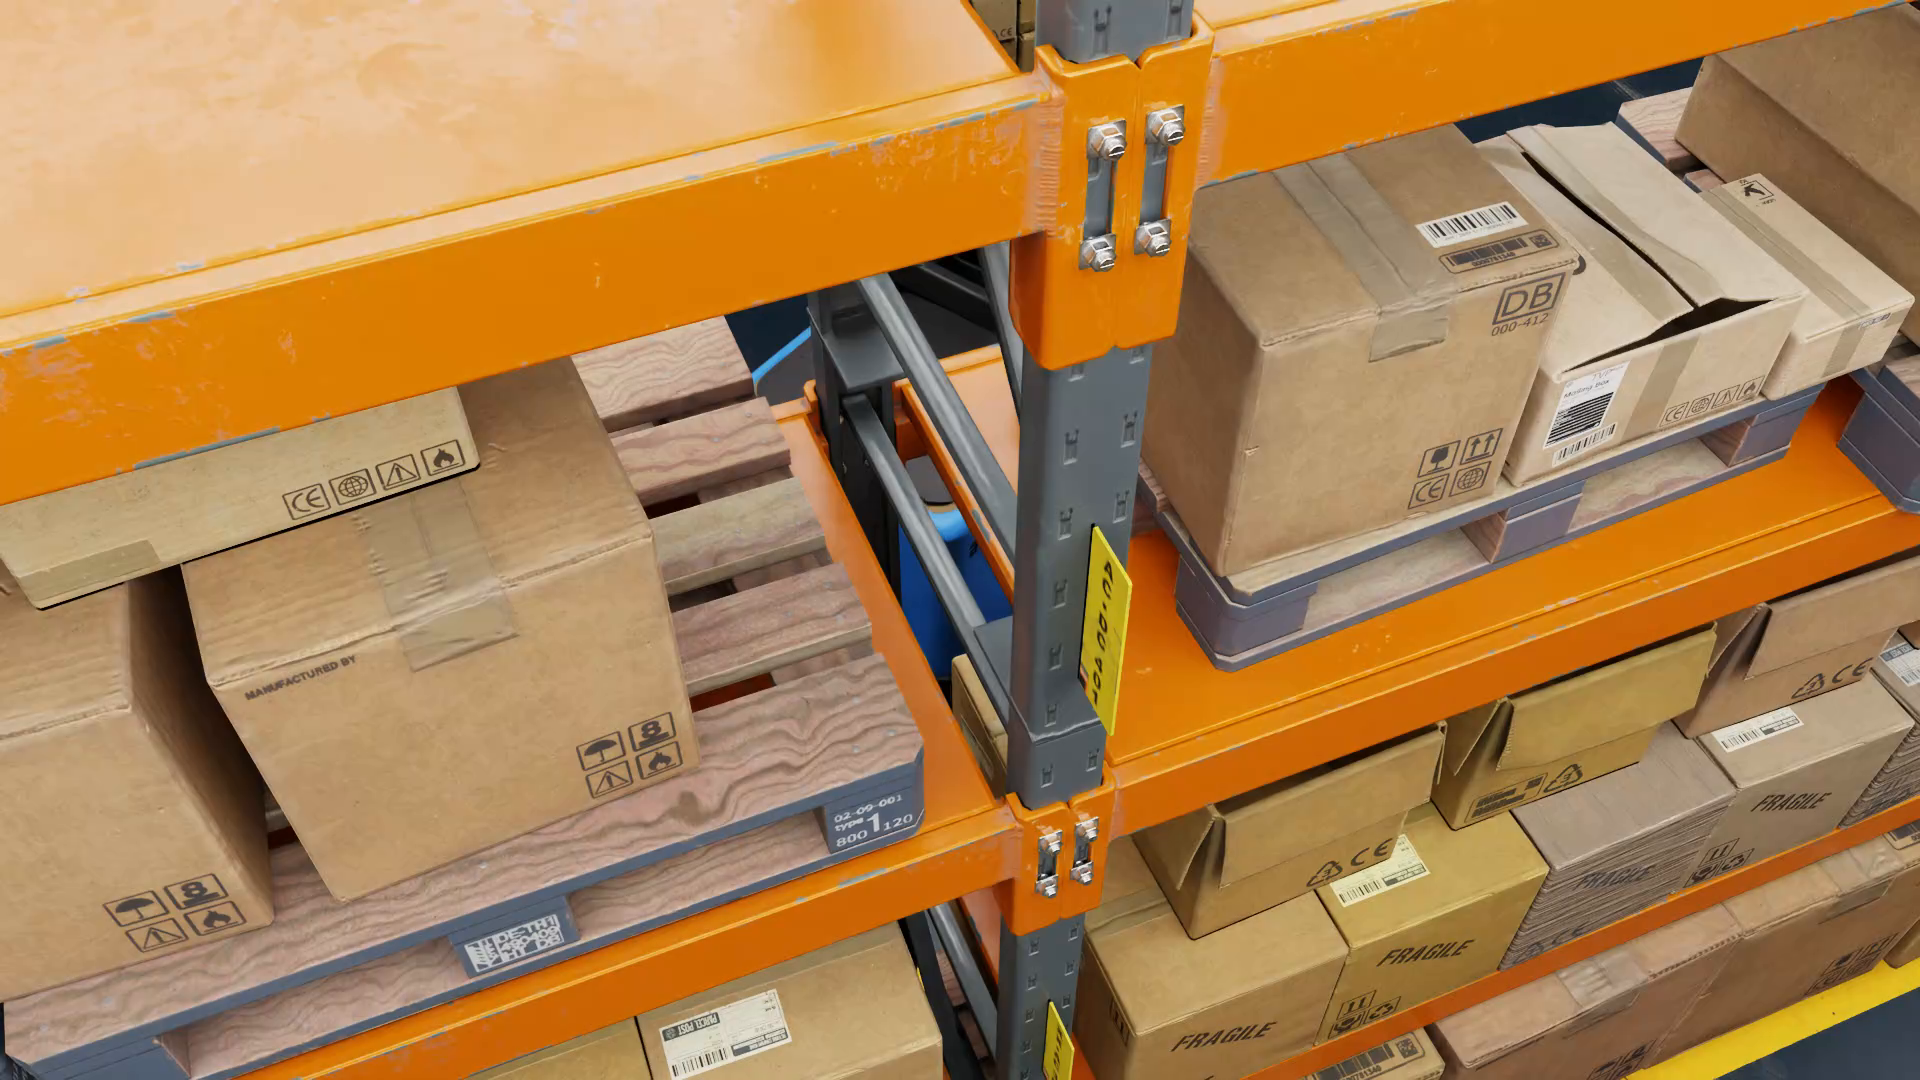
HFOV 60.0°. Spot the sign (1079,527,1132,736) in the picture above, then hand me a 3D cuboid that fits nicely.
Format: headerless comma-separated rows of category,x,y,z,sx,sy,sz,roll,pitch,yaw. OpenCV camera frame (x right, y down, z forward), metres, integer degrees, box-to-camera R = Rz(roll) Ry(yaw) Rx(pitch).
sign,0.185,0.123,2.138,0.005,0.325,0.100,-17,52,-14

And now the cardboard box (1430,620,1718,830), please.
cardboard box,1.202,0.168,3.742,0.637,0.503,0.797,-17,51,-14

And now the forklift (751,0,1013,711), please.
forklift,0.475,-1.385,5.848,1.130,2.935,3.031,30,56,23

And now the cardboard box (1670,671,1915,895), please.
cardboard box,1.899,0.476,4.139,0.500,0.500,0.500,-16,51,-14

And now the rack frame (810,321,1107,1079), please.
rack frame,-0.026,0.905,3.836,0.127,3.000,1.000,-17,52,-14

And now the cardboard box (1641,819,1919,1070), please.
cardboard box,2.202,0.747,5.096,0.875,0.875,1.225,-17,51,-14

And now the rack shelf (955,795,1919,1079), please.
rack shelf,1.825,0.566,4.602,4.000,0.370,1.077,-17,52,-14

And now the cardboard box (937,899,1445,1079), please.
cardboard box,0.558,1.263,4.653,0.875,0.875,1.225,-17,51,-14

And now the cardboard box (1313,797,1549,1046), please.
cardboard box,0.959,0.772,3.885,0.500,0.500,0.500,-17,51,-14

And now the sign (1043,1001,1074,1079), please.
sign,0.185,0.987,3.143,0.005,0.325,0.100,-17,52,-14

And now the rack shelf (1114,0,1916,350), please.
rack shelf,1.825,-1.258,2.477,4.000,0.370,1.077,-17,52,-14

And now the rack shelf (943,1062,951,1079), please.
rack shelf,-1.878,1.713,3.616,4.000,0.370,1.077,-17,52,-14

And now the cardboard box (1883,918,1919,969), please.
cardboard box,3.030,0.497,5.311,0.875,0.875,1.225,-19,52,-16

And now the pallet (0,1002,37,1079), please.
pallet,-1.915,0.531,2.238,1.213,0.211,1.003,-17,52,-14

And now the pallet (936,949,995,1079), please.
pallet,0.659,1.540,5.129,1.213,0.211,1.003,-17,52,-14

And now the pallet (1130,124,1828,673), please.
pallet,0.804,-0.307,3.026,1.217,0.209,0.805,-19,52,-16

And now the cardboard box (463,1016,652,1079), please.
cardboard box,-0.816,1.073,3.100,0.500,0.500,0.500,-17,51,-14

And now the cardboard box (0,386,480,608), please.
cardboard box,-0.900,-0.253,1.951,0.500,0.250,0.500,-20,52,-17

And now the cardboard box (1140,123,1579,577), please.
cardboard box,0.507,-0.415,2.650,0.500,0.500,0.700,-16,51,-13

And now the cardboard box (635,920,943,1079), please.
cardboard box,-0.351,0.933,3.221,0.500,0.500,0.500,-16,51,-13

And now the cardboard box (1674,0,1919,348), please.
cardboard box,1.793,-0.789,2.969,0.637,0.503,0.797,-18,52,-15

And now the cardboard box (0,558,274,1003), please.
cardboard box,-1.228,0.144,2.104,0.500,0.500,0.700,-15,51,-12

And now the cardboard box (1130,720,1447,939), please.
cardboard box,0.562,0.357,3.580,0.637,0.503,0.797,-18,52,-15

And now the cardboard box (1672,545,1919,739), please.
cardboard box,1.771,-0.021,3.905,0.637,0.503,0.797,-16,51,-13

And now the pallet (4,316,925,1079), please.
pallet,-0.788,0.184,2.537,1.213,0.211,1.003,-17,52,-14

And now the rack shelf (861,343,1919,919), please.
rack shelf,1.825,-0.411,3.464,4.000,0.370,1.077,-17,52,-14

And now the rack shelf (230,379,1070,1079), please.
rack shelf,-1.878,0.736,2.478,4.000,0.370,1.077,-17,52,-14

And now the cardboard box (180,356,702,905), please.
cardboard box,-0.728,-0.007,2.234,0.500,0.500,0.700,-20,52,-16

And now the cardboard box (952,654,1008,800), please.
cardboard box,0.303,0.547,4.078,0.500,0.500,0.500,-17,51,-14

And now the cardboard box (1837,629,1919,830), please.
cardboard box,2.370,0.331,4.263,0.500,0.500,0.500,-19,52,-15

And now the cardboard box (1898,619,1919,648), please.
cardboard box,2.389,-0.218,4.074,0.637,0.503,0.797,-16,51,-13

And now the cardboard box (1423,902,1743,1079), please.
cardboard box,1.385,1.006,4.873,0.875,0.875,1.225,-19,52,-15

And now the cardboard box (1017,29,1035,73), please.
cardboard box,0.419,-2.395,8.041,0.500,0.500,0.500,-19,52,-16

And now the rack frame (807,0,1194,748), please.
rack frame,-0.026,-1.049,1.560,0.127,3.000,1.000,-17,52,-14

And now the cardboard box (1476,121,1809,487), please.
cardboard box,1.023,-0.431,2.789,0.500,0.311,0.500,-19,52,-15

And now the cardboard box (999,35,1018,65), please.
cardboard box,-0.055,-2.268,7.932,0.500,0.500,0.500,-16,51,-14

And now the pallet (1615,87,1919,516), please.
pallet,2.066,-0.613,3.287,1.213,0.211,1.003,-15,51,-13

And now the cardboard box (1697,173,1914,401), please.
cardboard box,1.409,-0.449,2.910,0.250,0.149,0.380,-19,52,-16

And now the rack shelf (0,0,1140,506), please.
rack shelf,-1.878,-0.111,1.492,4.000,0.370,1.077,-17,52,-14

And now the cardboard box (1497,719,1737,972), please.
cardboard box,1.422,0.628,4.008,0.500,0.500,0.500,-18,52,-15

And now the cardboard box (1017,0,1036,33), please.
cardboard box,0.421,-2.654,7.769,0.500,0.250,0.500,-16,51,-13

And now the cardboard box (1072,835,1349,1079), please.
cardboard box,0.494,0.916,3.761,0.500,0.500,0.500,-17,51,-14

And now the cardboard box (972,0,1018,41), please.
cardboard box,-0.058,-2.498,7.635,0.500,0.250,0.500,-15,51,-13
